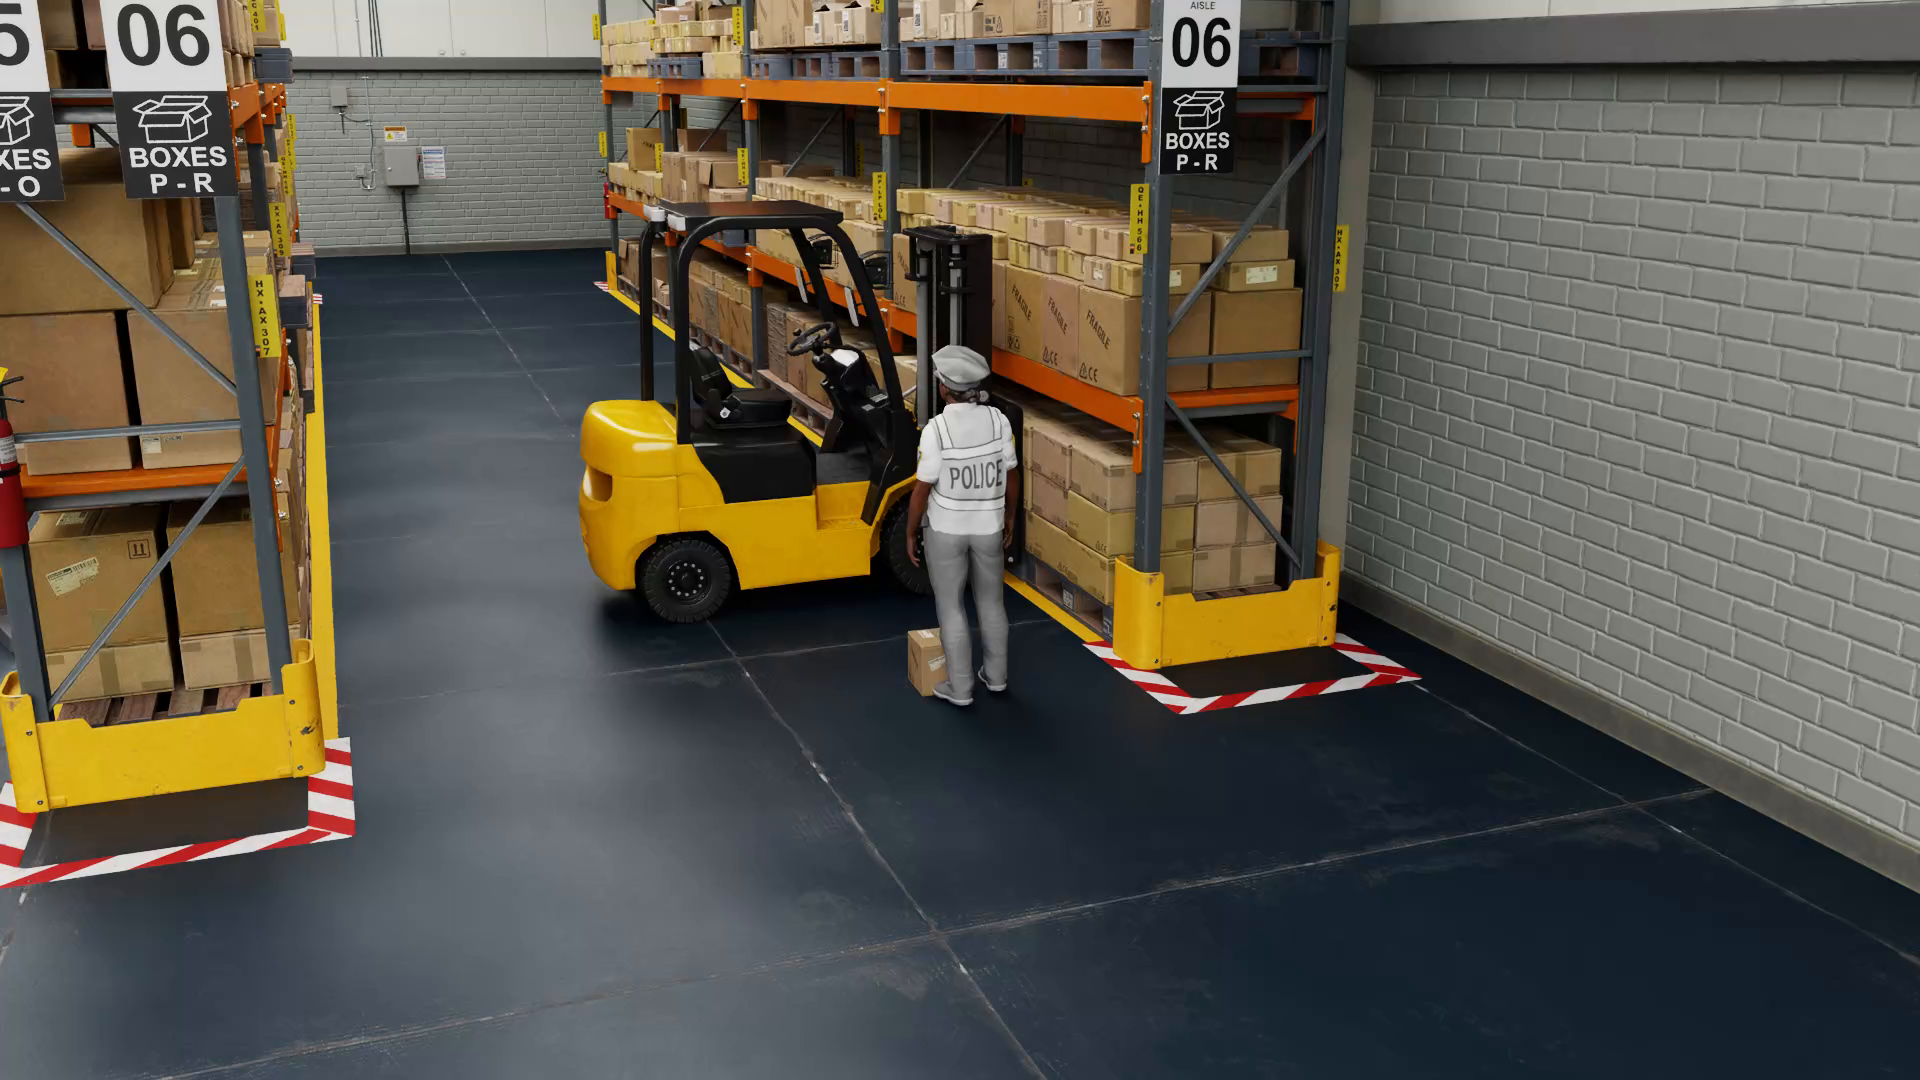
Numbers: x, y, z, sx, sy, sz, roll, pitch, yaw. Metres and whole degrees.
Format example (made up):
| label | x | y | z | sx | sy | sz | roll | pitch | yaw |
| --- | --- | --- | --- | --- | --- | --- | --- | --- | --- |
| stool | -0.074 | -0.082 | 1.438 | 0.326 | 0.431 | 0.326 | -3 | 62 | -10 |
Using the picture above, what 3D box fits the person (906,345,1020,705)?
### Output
| label | x | y | z | sx | sy | sz | roll | pitch | yaw |
| --- | --- | --- | --- | --- | --- | --- | --- | --- | --- |
| person | 0.006 | -0.063 | 7.676 | 0.569 | 1.684 | 0.529 | -6 | 17 | -20 |
